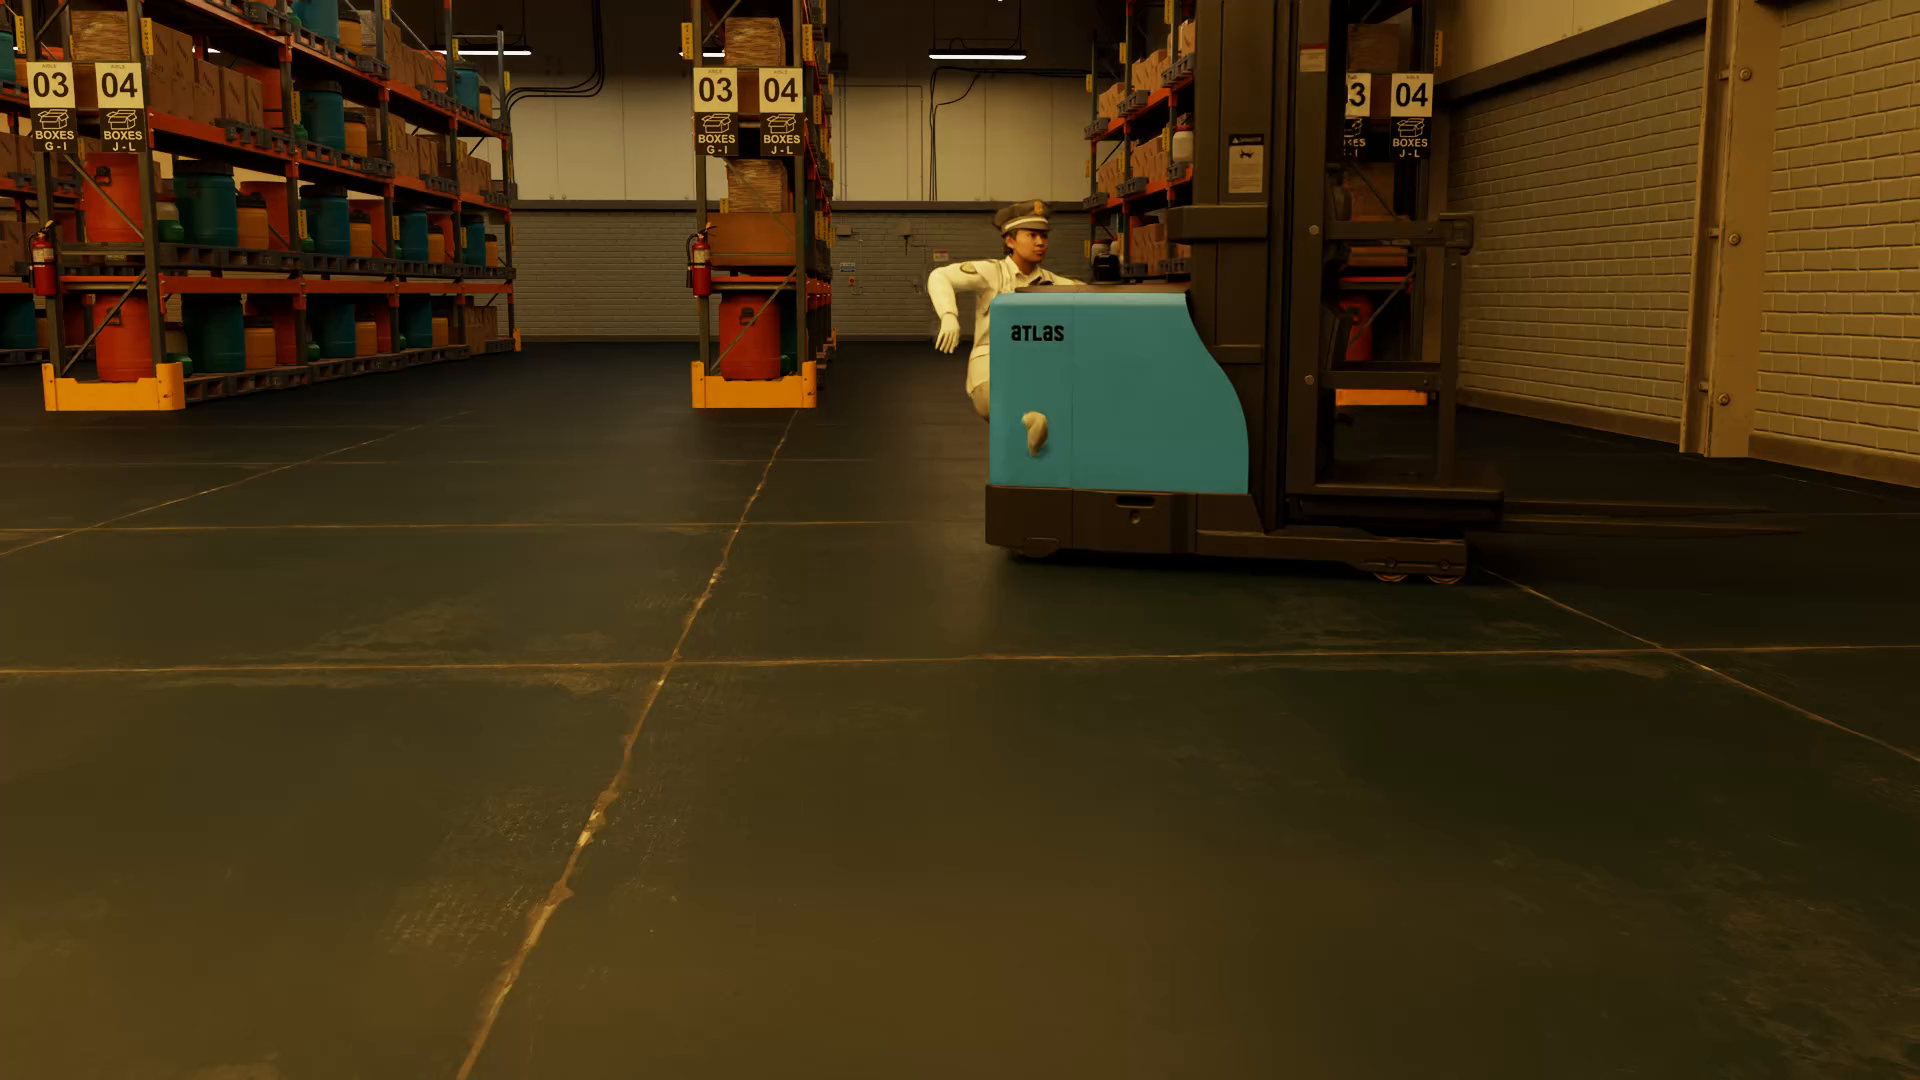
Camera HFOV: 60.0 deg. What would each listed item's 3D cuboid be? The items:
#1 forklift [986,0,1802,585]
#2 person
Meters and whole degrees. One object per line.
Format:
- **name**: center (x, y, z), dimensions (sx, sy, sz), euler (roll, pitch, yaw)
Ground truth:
- **forklift**: center (1.679, -1.370, 6.554), dimensions (3.031, 2.935, 1.130), euler (2, 9, 16)
- **person**: center (0.353, -0.657, 6.760), dimensions (0.984, 1.453, 0.798), euler (-6, 11, -37)
